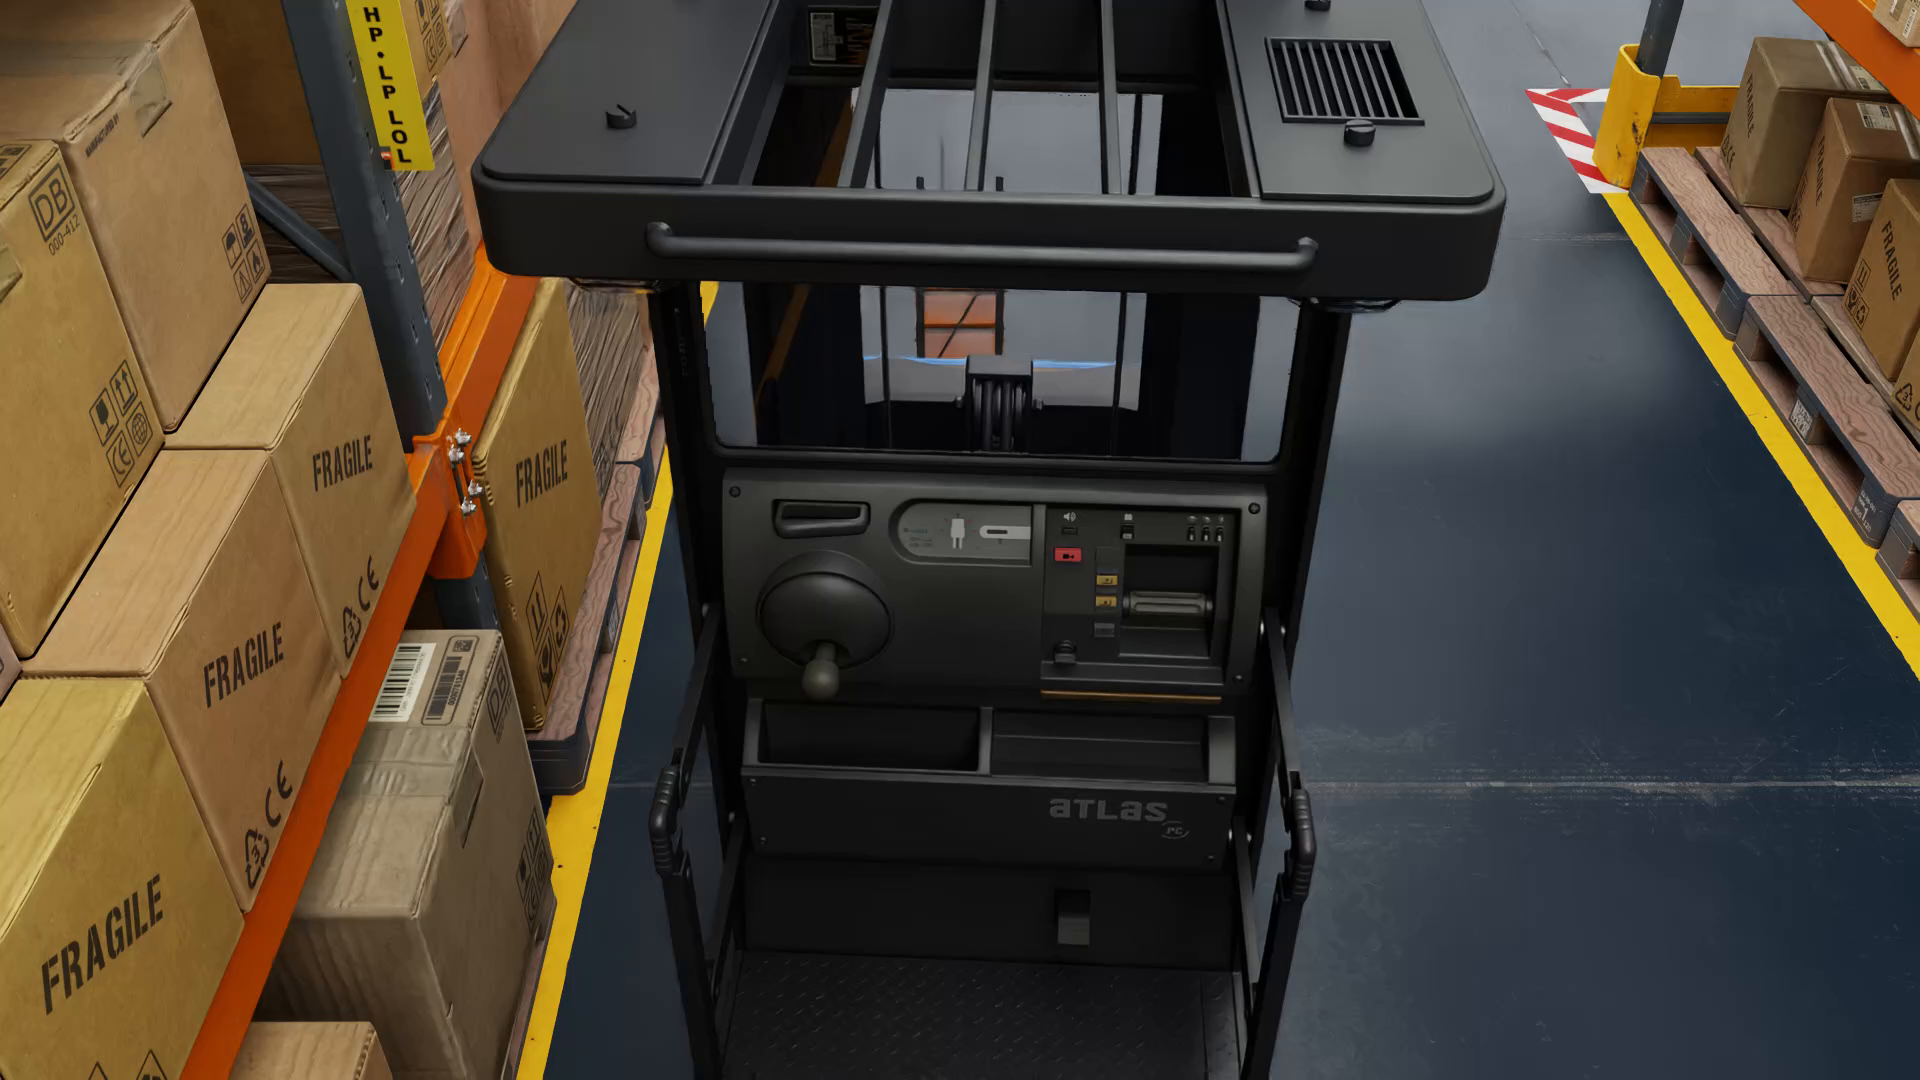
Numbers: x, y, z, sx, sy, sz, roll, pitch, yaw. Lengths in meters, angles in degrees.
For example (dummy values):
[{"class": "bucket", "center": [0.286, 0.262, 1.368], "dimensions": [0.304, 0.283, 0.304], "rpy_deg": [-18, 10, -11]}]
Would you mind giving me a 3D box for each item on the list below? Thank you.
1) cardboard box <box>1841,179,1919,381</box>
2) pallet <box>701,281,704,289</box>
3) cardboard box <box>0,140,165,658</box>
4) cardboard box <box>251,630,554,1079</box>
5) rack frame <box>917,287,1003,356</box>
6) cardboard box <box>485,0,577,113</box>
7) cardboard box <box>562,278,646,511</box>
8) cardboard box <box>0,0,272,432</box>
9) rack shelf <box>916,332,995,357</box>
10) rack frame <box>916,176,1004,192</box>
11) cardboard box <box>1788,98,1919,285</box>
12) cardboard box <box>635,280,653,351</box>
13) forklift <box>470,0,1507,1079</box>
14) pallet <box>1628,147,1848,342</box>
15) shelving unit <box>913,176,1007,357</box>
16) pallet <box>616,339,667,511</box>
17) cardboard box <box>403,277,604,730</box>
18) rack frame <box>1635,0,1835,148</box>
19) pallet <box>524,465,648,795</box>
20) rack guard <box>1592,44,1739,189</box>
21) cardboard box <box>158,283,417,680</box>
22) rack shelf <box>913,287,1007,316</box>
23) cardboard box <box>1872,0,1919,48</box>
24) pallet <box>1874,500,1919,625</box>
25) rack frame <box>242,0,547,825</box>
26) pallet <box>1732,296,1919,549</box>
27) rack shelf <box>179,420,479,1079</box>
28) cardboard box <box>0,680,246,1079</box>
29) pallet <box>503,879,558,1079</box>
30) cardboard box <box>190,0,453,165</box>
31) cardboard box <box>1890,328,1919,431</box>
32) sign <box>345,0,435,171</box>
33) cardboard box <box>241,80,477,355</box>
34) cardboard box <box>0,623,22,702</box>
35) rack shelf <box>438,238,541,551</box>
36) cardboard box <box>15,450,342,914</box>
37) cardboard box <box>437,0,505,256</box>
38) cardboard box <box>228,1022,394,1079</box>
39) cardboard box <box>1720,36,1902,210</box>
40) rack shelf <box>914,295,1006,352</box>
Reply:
[{"class": "cardboard box", "center": [3.381, -0.867, 5.596], "dimensions": [0.500, 0.500, 0.500], "rpy_deg": [3, 39, 4]}, {"class": "pallet", "center": [-1.501, -1.305, 6.710], "dimensions": [1.003, 0.211, 1.213], "rpy_deg": [0, 39, 0]}, {"class": "cardboard box", "center": [-1.566, -0.189, 2.208], "dimensions": [0.700, 0.500, 0.500], "rpy_deg": [-1, 39, -1]}, {"class": "cardboard box", "center": [-1.485, 0.710, 3.429], "dimensions": [1.050, 0.750, 0.750], "rpy_deg": [0, 39, 0]}, {"class": "rack frame", "center": [0.000, -0.420, 4.815], "dimensions": [0.240, 1.200, 0.006], "rpy_deg": [0, 39, 0]}, {"class": "cardboard box", "center": [-1.494, -1.363, 4.432], "dimensions": [0.875, 0.550, 0.550], "rpy_deg": [0, 39, 0]}, {"class": "cardboard box", "center": [-1.511, -0.684, 5.068], "dimensions": [0.875, 0.875, 0.875], "rpy_deg": [0, 39, 0]}, {"class": "cardboard box", "center": [-1.569, -0.511, 2.609], "dimensions": [0.700, 0.500, 0.500], "rpy_deg": [-1, 39, -1]}, {"class": "rack shelf", "center": [0.000, -0.536, 4.839], "dimensions": [0.258, 0.103, 0.180], "rpy_deg": [0, 39, 0]}, {"class": "rack frame", "center": [0.000, -0.534, 4.957], "dimensions": [0.240, 1.200, 0.006], "rpy_deg": [0, 39, 0]}, {"class": "cardboard box", "center": [3.399, -1.258, 6.084], "dimensions": [0.500, 0.500, 0.500], "rpy_deg": [10, 40, 12]}, {"class": "cardboard box", "center": [-1.510, -1.254, 5.780], "dimensions": [0.875, 0.875, 0.875], "rpy_deg": [-1, 39, -1]}, {"class": "forklift", "center": [0.046, 0.162, 2.704], "dimensions": [1.130, 2.935, 3.031], "rpy_deg": [2, 39, 2]}, {"class": "pallet", "center": [3.346, -1.190, 6.566], "dimensions": [1.003, 0.211, 1.213], "rpy_deg": [0, 39, 0]}, {"class": "shelving unit", "center": [0.000, -0.477, 4.886], "dimensions": [0.258, 1.200, 0.189], "rpy_deg": [0, 39, 0]}, {"class": "pallet", "center": [-1.502, -0.544, 5.761], "dimensions": [1.003, 0.211, 1.213], "rpy_deg": [0, 39, 0]}, {"class": "cardboard box", "center": [-1.506, -0.120, 4.365], "dimensions": [0.875, 0.875, 0.875], "rpy_deg": [1, 39, 1]}, {"class": "rack frame", "center": [3.380, -2.834, 6.388], "dimensions": [1.000, 3.000, 0.127], "rpy_deg": [0, 39, 0]}, {"class": "pallet", "center": [-1.498, 0.220, 4.806], "dimensions": [1.003, 0.211, 1.213], "rpy_deg": [0, 39, 0]}, {"class": "rack guard", "center": [3.380, -1.811, 7.110], "dimensions": [1.175, 0.500, 0.348], "rpy_deg": [0, 39, 0]}, {"class": "cardboard box", "center": [-1.307, -0.105, 2.903], "dimensions": [0.500, 0.500, 0.500], "rpy_deg": [0, 39, 0]}, {"class": "rack shelf", "center": [0.000, -0.724, 4.689], "dimensions": [0.258, 0.103, 0.180], "rpy_deg": [0, 39, 0]}, {"class": "cardboard box", "center": [3.047, -1.619, 5.073], "dimensions": [0.380, 0.149, 0.250], "rpy_deg": [0, 39, 0]}, {"class": "pallet", "center": [3.349, 0.336, 4.662], "dimensions": [1.003, 0.211, 1.213], "rpy_deg": [0, 39, 0]}, {"class": "rack frame", "center": [-1.575, -0.392, 3.341], "dimensions": [1.000, 3.000, 0.127], "rpy_deg": [0, 39, 0]}, {"class": "pallet", "center": [3.344, -0.429, 5.617], "dimensions": [1.003, 0.211, 1.213], "rpy_deg": [0, 39, 0]}, {"class": "rack shelf", "center": [-1.573, 1.139, 2.005], "dimensions": [1.077, 0.370, 4.000], "rpy_deg": [0, 39, 0]}, {"class": "cardboard box", "center": [-1.306, 0.527, 2.114], "dimensions": [0.500, 0.500, 0.500], "rpy_deg": [0, 39, 0]}, {"class": "pallet", "center": [-1.499, 1.178, 3.611], "dimensions": [1.003, 0.211, 1.213], "rpy_deg": [0, 39, 0]}, {"class": "cardboard box", "center": [-1.541, -1.103, 3.244], "dimensions": [0.875, 0.550, 0.550], "rpy_deg": [0, 39, 0]}, {"class": "cardboard box", "center": [3.337, -0.518, 5.160], "dimensions": [0.500, 0.500, 0.500], "rpy_deg": [-3, 39, -4]}, {"class": "sign", "center": [-1.033, -0.820, 3.012], "dimensions": [0.100, 0.325, 0.005], "rpy_deg": [0, 39, 0]}, {"class": "cardboard box", "center": [-1.588, -0.681, 3.582], "dimensions": [0.875, 0.550, 0.550], "rpy_deg": [0, 39, 0]}, {"class": "cardboard box", "center": [-1.566, 0.127, 1.814], "dimensions": [0.700, 0.500, 0.500], "rpy_deg": [0, 39, 0]}, {"class": "rack shelf", "center": [-1.578, -1.362, 5.126], "dimensions": [1.077, 0.370, 4.000], "rpy_deg": [0, 39, 0]}, {"class": "cardboard box", "center": [-1.307, 0.211, 2.508], "dimensions": [0.500, 0.500, 0.500], "rpy_deg": [0, 39, -1]}, {"class": "cardboard box", "center": [-1.611, -1.025, 4.011], "dimensions": [0.875, 0.550, 0.550], "rpy_deg": [0, 39, 0]}, {"class": "cardboard box", "center": [-1.487, 1.313, 2.676], "dimensions": [1.050, 0.750, 0.750], "rpy_deg": [0, 39, 0]}, {"class": "cardboard box", "center": [3.364, -1.632, 6.551], "dimensions": [0.500, 0.500, 0.500], "rpy_deg": [7, 39, 8]}, {"class": "rack shelf", "center": [0.000, -0.630, 4.764], "dimensions": [0.258, 0.103, 0.180], "rpy_deg": [0, 39, 0]}]
